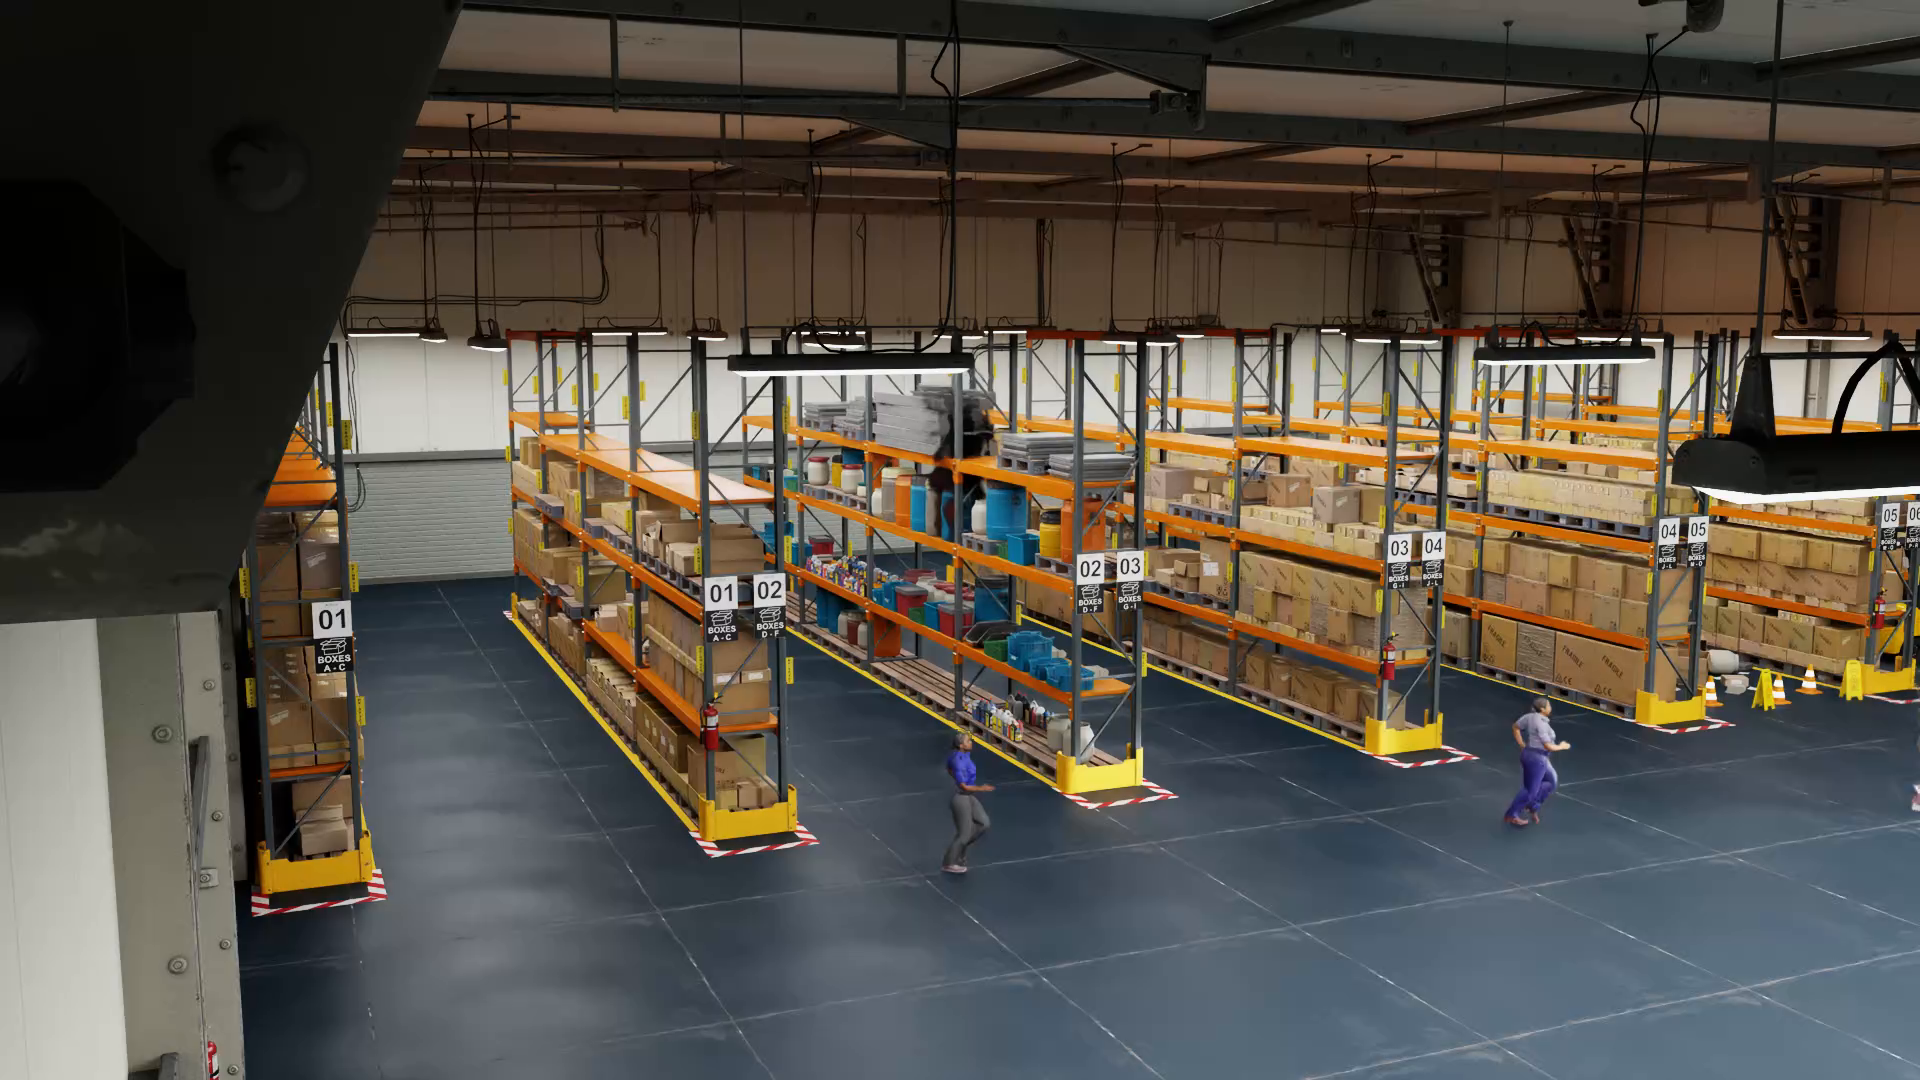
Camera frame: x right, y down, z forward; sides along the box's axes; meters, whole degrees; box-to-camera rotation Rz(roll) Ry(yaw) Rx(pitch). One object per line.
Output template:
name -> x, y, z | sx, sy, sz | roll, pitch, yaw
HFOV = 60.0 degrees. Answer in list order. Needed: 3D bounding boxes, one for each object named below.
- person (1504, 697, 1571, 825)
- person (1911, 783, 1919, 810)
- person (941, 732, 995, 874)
person -> 7.136, 2.749, 20.554 | 0.760, 1.639, 0.573 | 1, 8, 6
person -> 12.430, 2.653, 21.142 | 0.537, 1.623, 0.567 | 1, 8, 10
person -> 0.097, 2.968, 18.870 | 0.615, 1.625, 0.596 | 1, 8, 6
